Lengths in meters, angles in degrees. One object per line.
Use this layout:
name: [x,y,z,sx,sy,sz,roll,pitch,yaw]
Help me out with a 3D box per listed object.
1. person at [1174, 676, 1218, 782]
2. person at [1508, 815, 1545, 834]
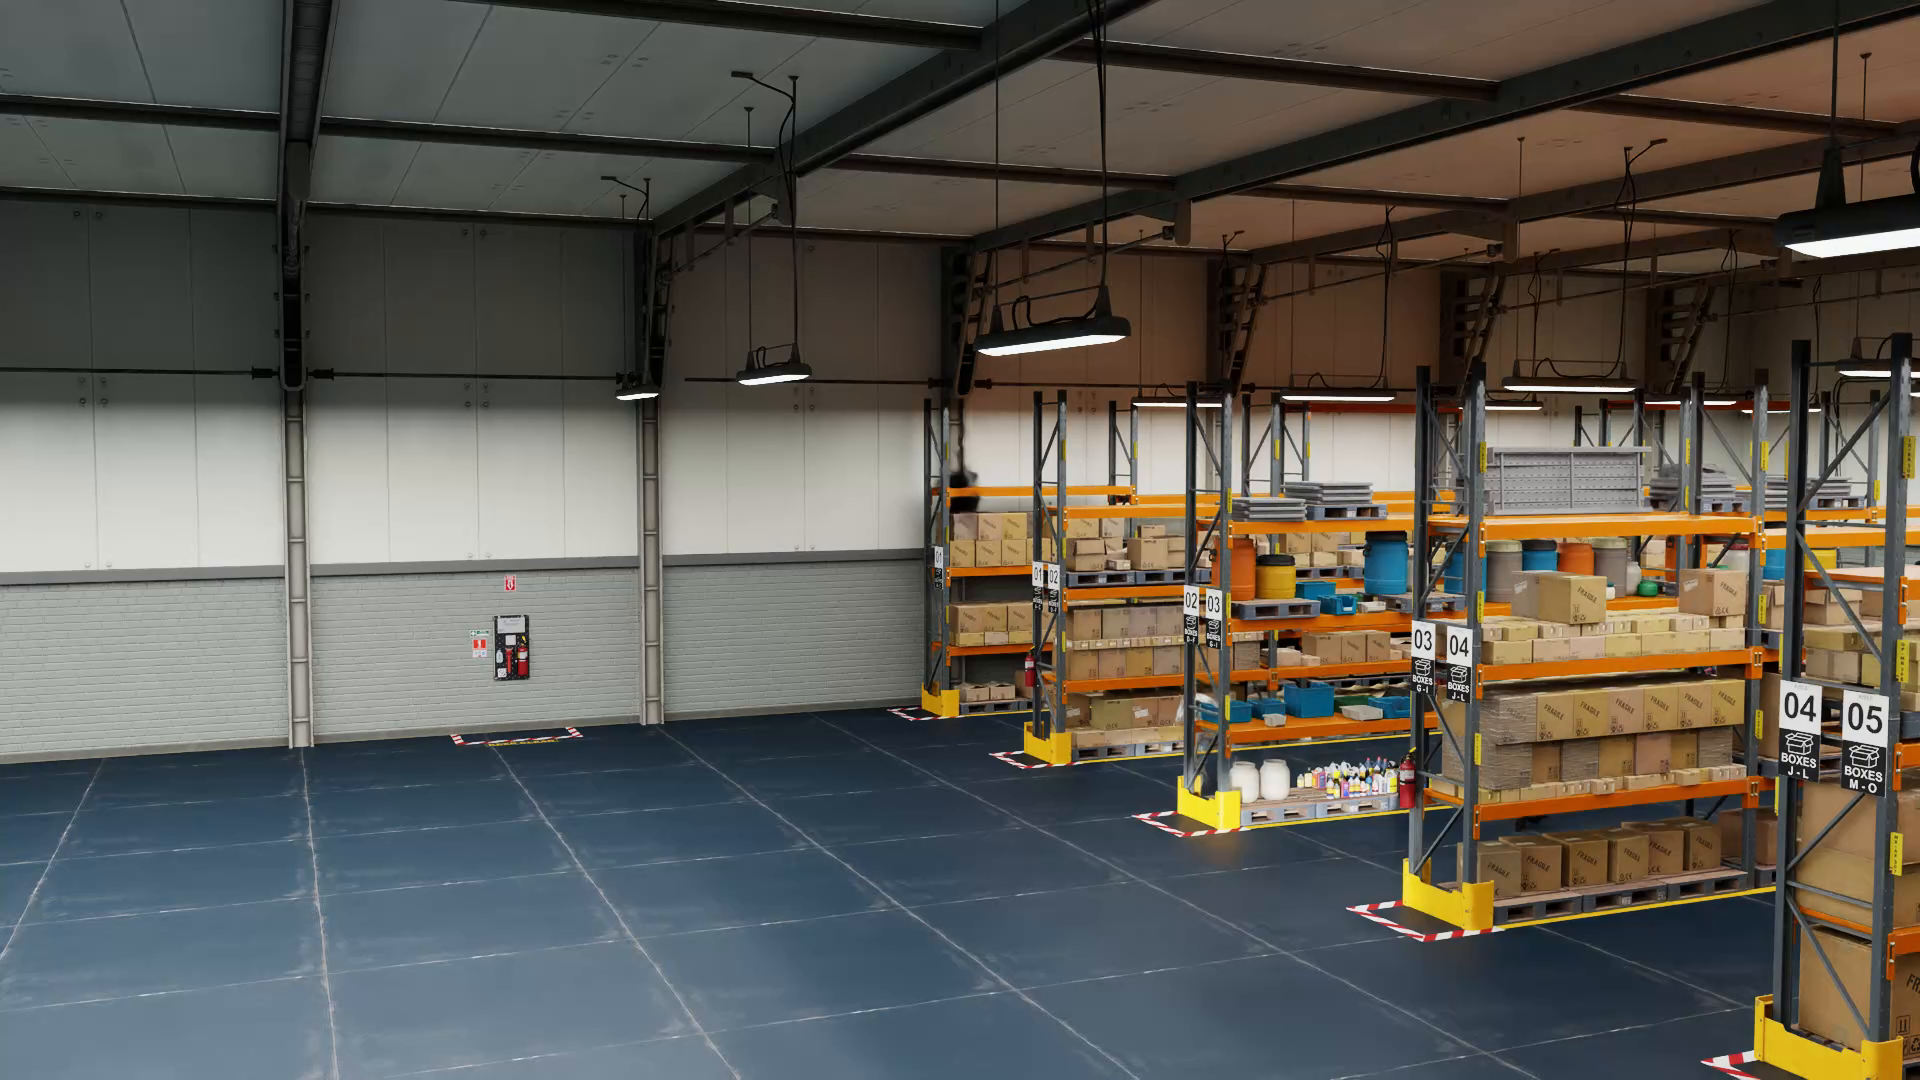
person: [3.474,2.891,24.770,0.729,1.766,0.623,-3,4,-41]
person: [7.535,3.011,22.135,0.851,1.762,0.678,-2,4,-37]
